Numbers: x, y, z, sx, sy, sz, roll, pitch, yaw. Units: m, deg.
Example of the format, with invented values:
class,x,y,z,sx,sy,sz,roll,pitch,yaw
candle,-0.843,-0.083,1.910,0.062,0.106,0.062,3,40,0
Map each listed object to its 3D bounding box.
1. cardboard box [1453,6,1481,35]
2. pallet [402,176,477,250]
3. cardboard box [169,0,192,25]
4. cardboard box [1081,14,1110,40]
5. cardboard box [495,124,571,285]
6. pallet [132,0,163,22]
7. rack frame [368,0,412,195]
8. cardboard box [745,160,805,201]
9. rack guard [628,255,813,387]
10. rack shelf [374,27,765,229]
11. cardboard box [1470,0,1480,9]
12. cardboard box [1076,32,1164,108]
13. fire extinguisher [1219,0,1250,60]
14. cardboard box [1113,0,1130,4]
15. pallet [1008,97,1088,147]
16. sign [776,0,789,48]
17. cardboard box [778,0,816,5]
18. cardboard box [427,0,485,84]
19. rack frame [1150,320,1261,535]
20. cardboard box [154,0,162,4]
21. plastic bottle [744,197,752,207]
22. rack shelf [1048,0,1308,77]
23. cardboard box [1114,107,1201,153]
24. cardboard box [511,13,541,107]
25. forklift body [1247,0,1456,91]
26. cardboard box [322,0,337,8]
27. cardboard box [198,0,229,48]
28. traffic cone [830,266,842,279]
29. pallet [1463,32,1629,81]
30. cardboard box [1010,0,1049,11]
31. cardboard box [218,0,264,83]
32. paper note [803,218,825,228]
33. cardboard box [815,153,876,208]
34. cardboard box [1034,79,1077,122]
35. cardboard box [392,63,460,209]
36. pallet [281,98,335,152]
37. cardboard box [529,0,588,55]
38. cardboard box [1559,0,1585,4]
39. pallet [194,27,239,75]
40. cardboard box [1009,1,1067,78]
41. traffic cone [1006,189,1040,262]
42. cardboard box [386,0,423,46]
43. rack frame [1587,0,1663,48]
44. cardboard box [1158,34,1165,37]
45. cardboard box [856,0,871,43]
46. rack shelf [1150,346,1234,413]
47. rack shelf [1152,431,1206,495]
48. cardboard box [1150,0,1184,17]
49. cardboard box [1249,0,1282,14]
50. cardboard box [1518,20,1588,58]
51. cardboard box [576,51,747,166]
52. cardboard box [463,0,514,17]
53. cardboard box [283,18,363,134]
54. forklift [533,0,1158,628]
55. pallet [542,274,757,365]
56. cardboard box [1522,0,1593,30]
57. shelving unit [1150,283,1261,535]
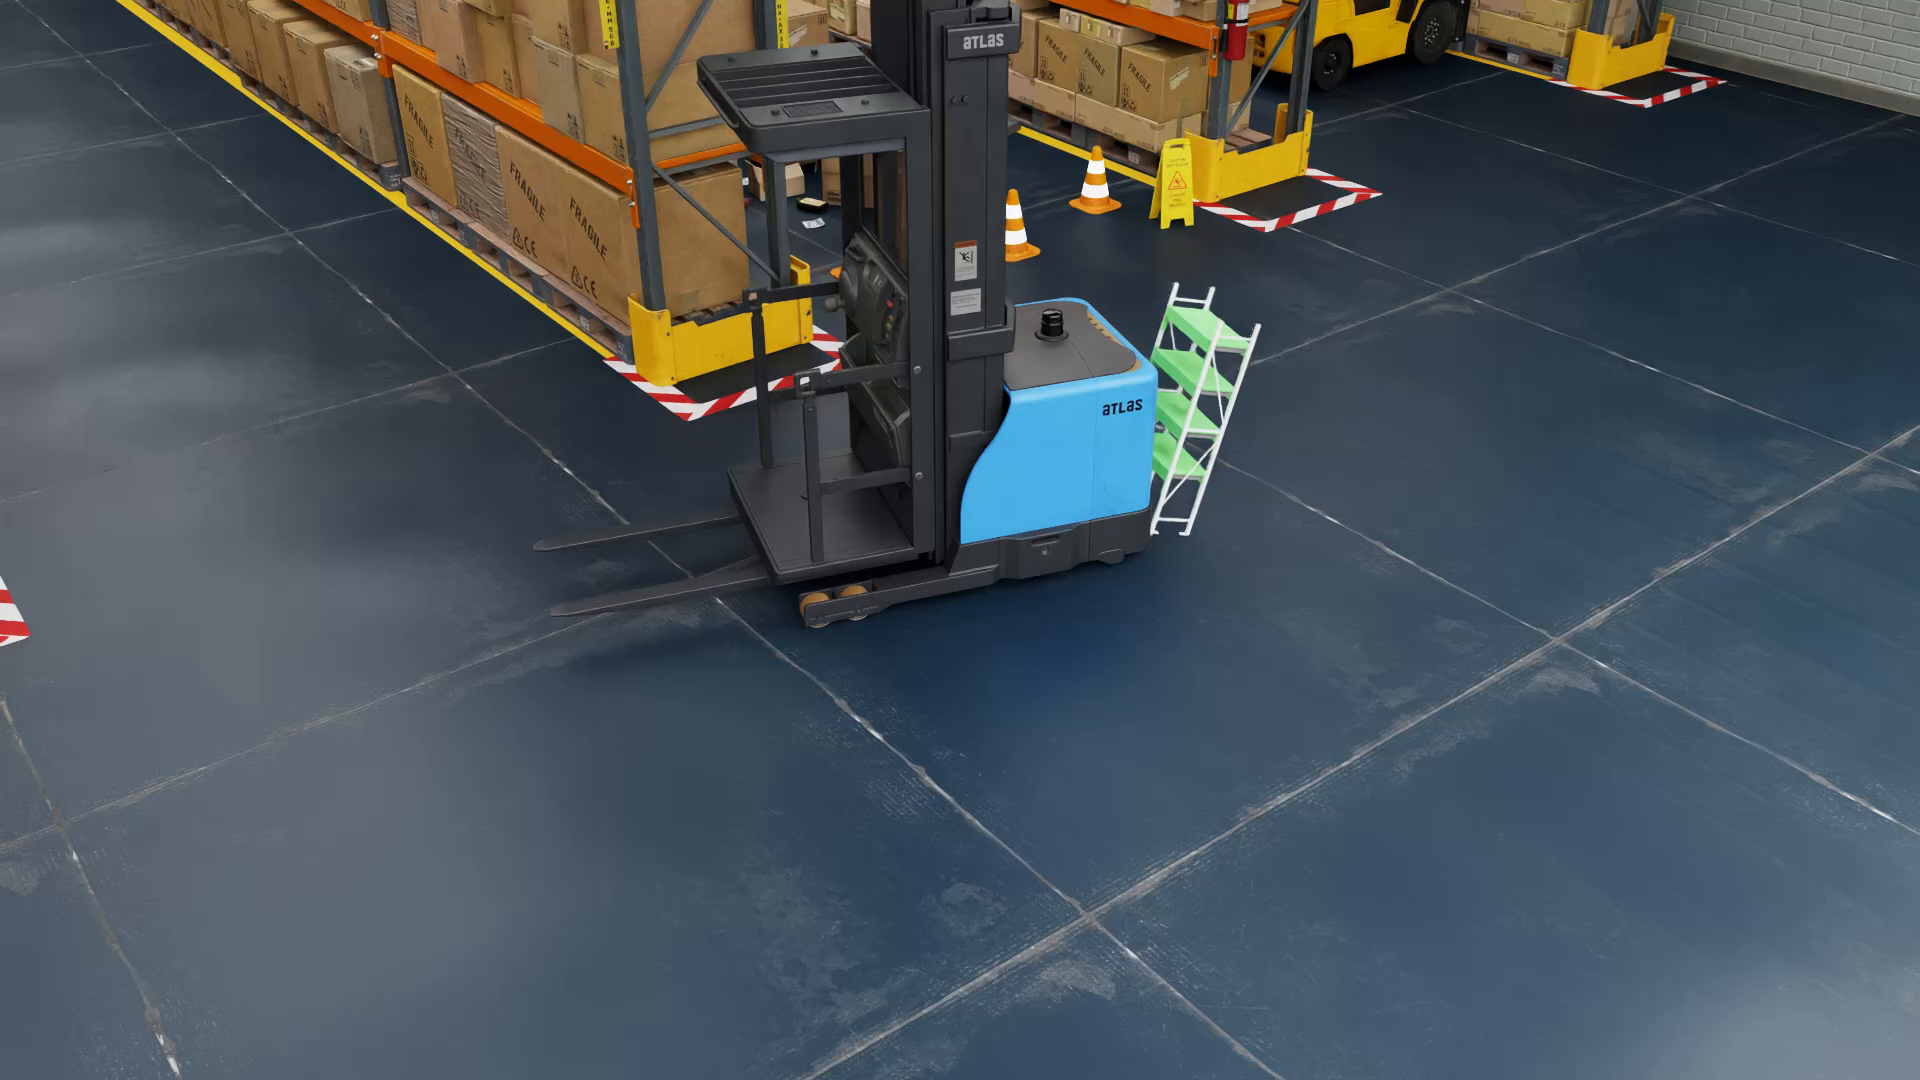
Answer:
class,x,y,z,sx,sy,sz,roll,pitch,yaw
cardboard box,5.119,-5.253,16.574,0.500,0.250,0.500,-22,38,-31
pallet,-3.562,-2.617,12.763,1.003,0.211,1.213,-22,38,-31
cardboard box,-7.682,-5.550,16.814,0.500,0.500,0.500,-24,39,-33
cardboard box,1.208,-4.211,13.570,0.380,0.149,0.250,-22,38,-31
cardboard box,-2.522,-2.380,11.354,0.875,0.875,0.875,-23,39,-32
pallet,-8.393,-5.969,18.161,1.003,0.211,1.213,-22,38,-31
rack frame,-3.966,-4.144,12.579,1.000,3.000,0.127,-22,38,-31
cardboard box,-1.457,-2.862,13.106,0.396,0.266,0.258,-16,35,-23
rack guard,-1.498,-1.405,10.538,1.175,0.500,0.348,-22,38,-31
rack shelf,-2.740,-3.005,11.426,1.077,0.370,4.000,-22,38,-31
cardboard box,5.076,-5.473,16.453,0.500,0.250,0.500,-23,39,-32
cardboard box,1.315,-3.915,13.708,0.500,0.500,0.500,-21,37,-30
fire extinguisher,2.041,-3.891,12.245,0.296,0.674,0.183,-22,38,-31
cardboard box,1.372,-4.381,13.199,0.380,0.149,0.250,-22,38,-31
pallet,1.074,-3.825,14.709,1.003,0.211,1.213,-22,38,-31
sign,-1.071,-3.055,9.930,0.100,0.325,0.005,-22,38,-31
cardboard box,-1.313,-5.655,17.105,0.950,0.372,0.625,-21,37,-30
cardboard box,-3.137,-3.572,11.517,0.875,0.550,0.550,-22,38,-31
rack frame,1.240,-0.554,8.474,0.240,1.200,0.015,2,29,-25
cardboard box,-8.302,-5.981,17.507,0.500,0.500,0.500,-20,37,-29
plastic bottle,-1.738,-2.605,12.887,0.133,0.061,0.283,18,36,27
rack shelf,1.108,-4.648,14.073,1.077,0.370,4.000,-22,38,-31
cardboard box,1.612,-3.390,13.574,0.500,0.250,0.500,-22,38,-32
cardboard box,-2.375,-3.177,10.879,0.875,0.550,0.550,-22,38,-31
forklift body,3.650,-5.567,15.675,2.313,2.155,1.214,-22,38,-31
cardboard box,-4.807,-4.528,13.102,0.500,0.500,0.500,-23,38,-32
cardboard box,-7.029,-5.117,16.117,0.500,0.500,0.500,-22,38,-32
traffic cone,-0.717,-2.080,11.660,0.336,0.463,0.334,-22,38,-31
pallet,5.752,-4.848,16.356,1.003,0.211,1.213,-22,38,-31
cardboard box,0.544,-4.662,14.296,0.380,0.149,0.250,-20,37,-29
cardboard box,-6.117,-4.751,15.290,1.050,0.750,0.750,-23,38,-32
paper note,-1.108,-2.400,12.587,0.144,0.017,0.142,-10,33,-15
cardboard box,-0.742,-2.973,13.059,0.637,0.503,0.797,6,32,10
cardboard box,0.990,-3.815,14.258,0.500,0.250,0.500,-24,39,-33
cardboard box,-3.636,-3.135,12.570,0.875,0.875,0.875,-22,38,-31
pallet,-5.251,-3.765,14.612,1.003,0.211,1.213,-22,38,-31
cardboard box,-2.120,-3.366,10.160,0.875,0.550,0.550,-22,38,-31
cardboard box,5.725,-5.254,15.627,0.500,0.250,0.500,-21,37,-30
pallet,-6.897,-4.952,16.524,1.003,0.211,1.213,-22,38,-31
cardboard box,0.685,-4.347,14.403,0.500,0.500,0.500,-20,37,-29
traffic cone,0.384,-2.304,12.020,0.336,0.463,0.334,-22,38,-31
cardboard box,-3.730,-4.058,12.298,0.875,0.550,0.550,-22,38,-31
rack frame,6.254,-5.728,15.129,1.000,3.000,0.127,-22,38,-31
cardboard box,1.720,-4.101,14.007,0.500,0.500,0.500,-24,39,-33
cardboard box,-0.442,-5.067,16.158,0.950,0.372,0.625,-22,38,-31
rack shelf,1.198,-0.828,8.591,0.258,0.148,0.480,2,29,-25
rack shelf,1.084,-0.412,8.802,0.258,0.148,0.480,2,29,-25
cardboard box,1.694,-4.170,12.859,0.380,0.149,0.250,-23,38,-32
cardboard box,2.290,-4.222,12.943,0.380,0.149,0.250,-22,38,-31
cardboard box,5.716,-4.832,15.895,0.500,0.250,0.500,-22,38,-31
cardboard box,-1.777,-2.680,10.080,0.875,0.550,0.550,-22,38,-31
cardboard box,-2.784,-3.822,10.895,0.875,0.550,0.500,-22,38,-31
cardboard box,-5.006,-3.999,14.080,1.050,0.750,0.750,-22,38,-31
forklift,-0.593,-1.134,7.798,3.031,2.935,1.130,-11,33,-17
pallet,-2.065,-1.600,11.126,1.003,0.211,1.213,-22,38,-31
cardboard box,5.708,-5.052,15.776,0.500,0.250,0.500,-23,38,-32
shelving unit,1.156,-0.675,8.668,0.258,1.200,0.503,2,29,-25
